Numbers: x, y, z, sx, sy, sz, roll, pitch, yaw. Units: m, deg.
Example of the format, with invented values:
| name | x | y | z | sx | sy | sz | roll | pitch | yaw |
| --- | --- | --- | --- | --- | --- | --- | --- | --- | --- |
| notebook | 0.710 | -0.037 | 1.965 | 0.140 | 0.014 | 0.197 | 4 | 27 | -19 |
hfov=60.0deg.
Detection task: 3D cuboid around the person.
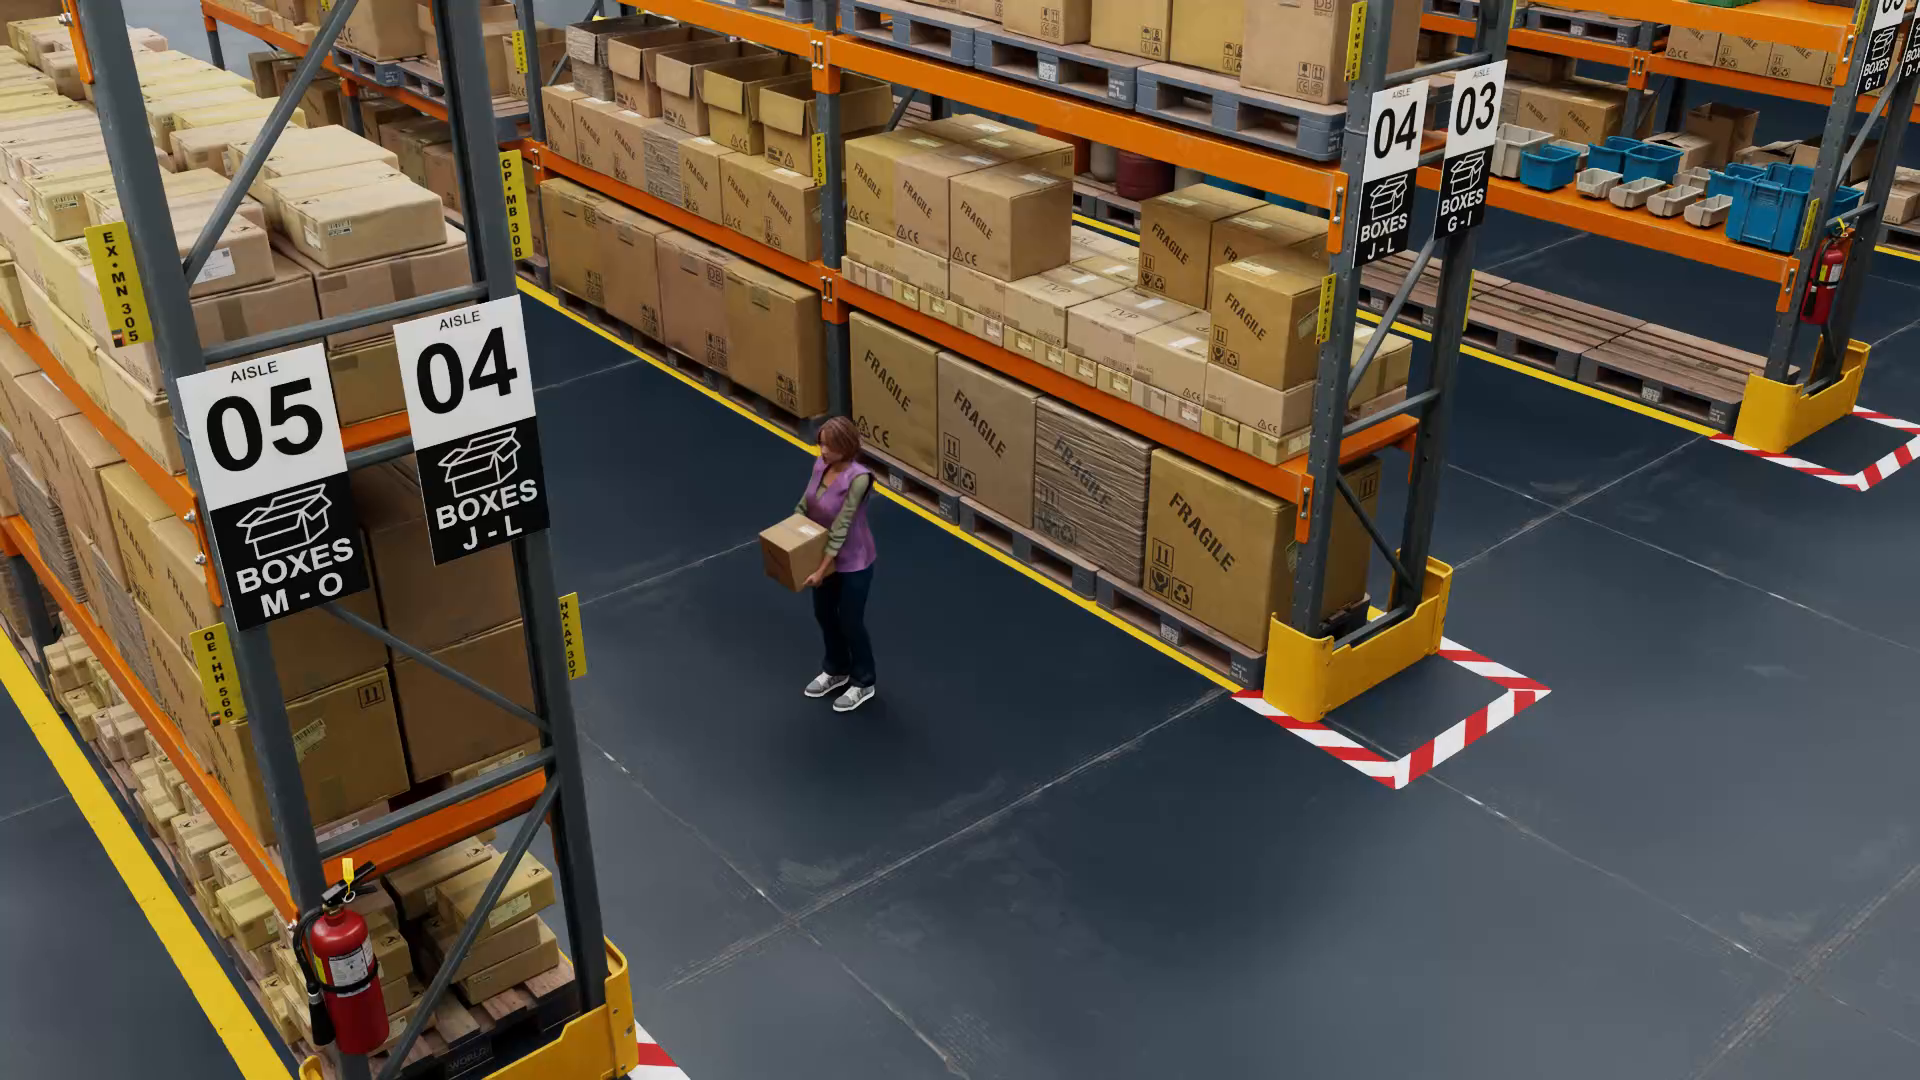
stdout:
| name | x | y | z | sx | sy | sz | roll | pitch | yaw |
| --- | --- | --- | --- | --- | --- | --- | --- | --- | --- |
| person | -0.665 | 0.135 | 8.393 | 0.494 | 1.593 | 0.404 | -21 | 35 | -34 |
